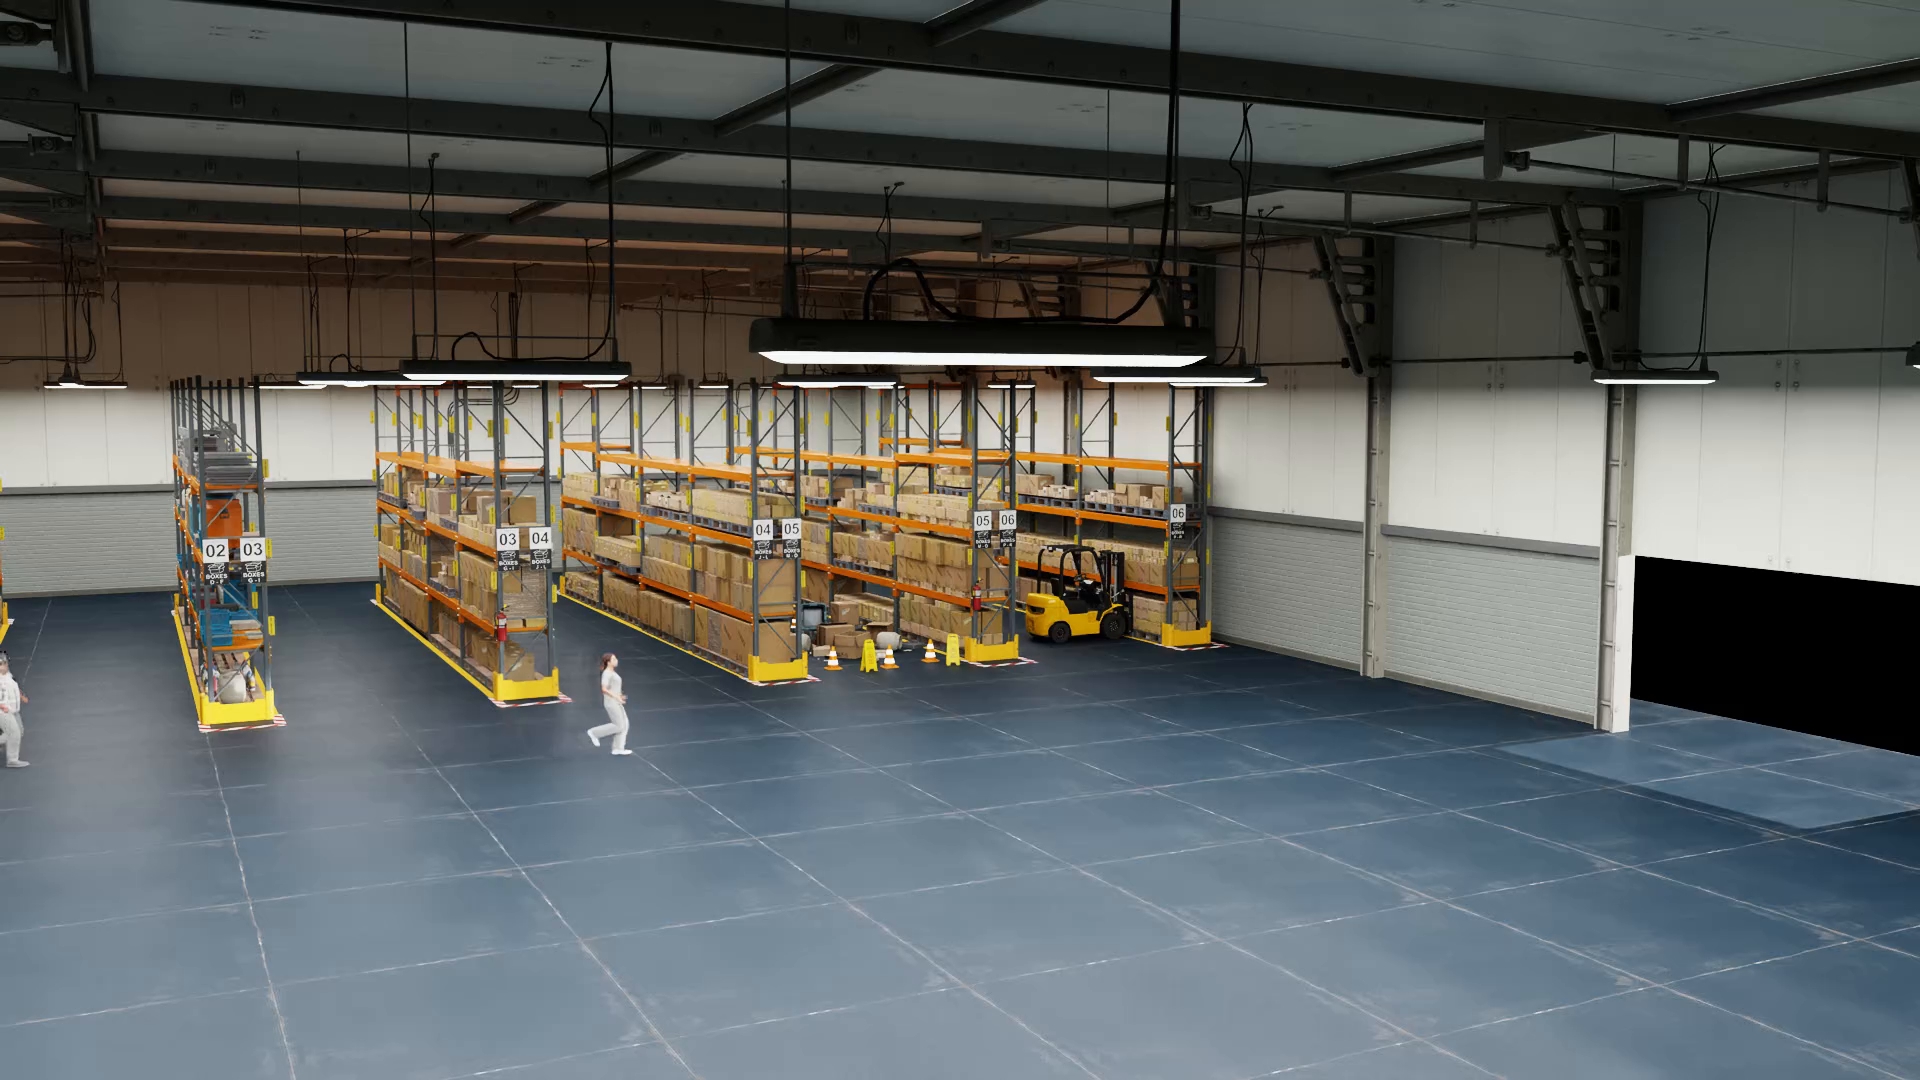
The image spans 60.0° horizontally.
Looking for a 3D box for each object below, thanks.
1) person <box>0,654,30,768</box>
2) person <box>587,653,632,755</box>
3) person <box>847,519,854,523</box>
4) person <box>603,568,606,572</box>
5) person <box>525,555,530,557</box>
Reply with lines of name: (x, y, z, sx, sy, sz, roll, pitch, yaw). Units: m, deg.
person: (-14.600, 2.598, 25.369, 0.731, 1.738, 0.670, 0, 5, 1)
person: (-5.531, 2.582, 26.231, 0.677, 1.628, 0.563, 0, 5, -5)
person: (-3.126, 0.307, 47.636, 0.704, 1.834, 0.972, -3, 6, -34)
person: (-10.607, 0.522, 49.226, 0.572, 1.639, 0.661, -3, 6, -33)
person: (-12.274, 0.767, 46.429, 0.622, 1.698, 0.773, 1, 5, 8)
